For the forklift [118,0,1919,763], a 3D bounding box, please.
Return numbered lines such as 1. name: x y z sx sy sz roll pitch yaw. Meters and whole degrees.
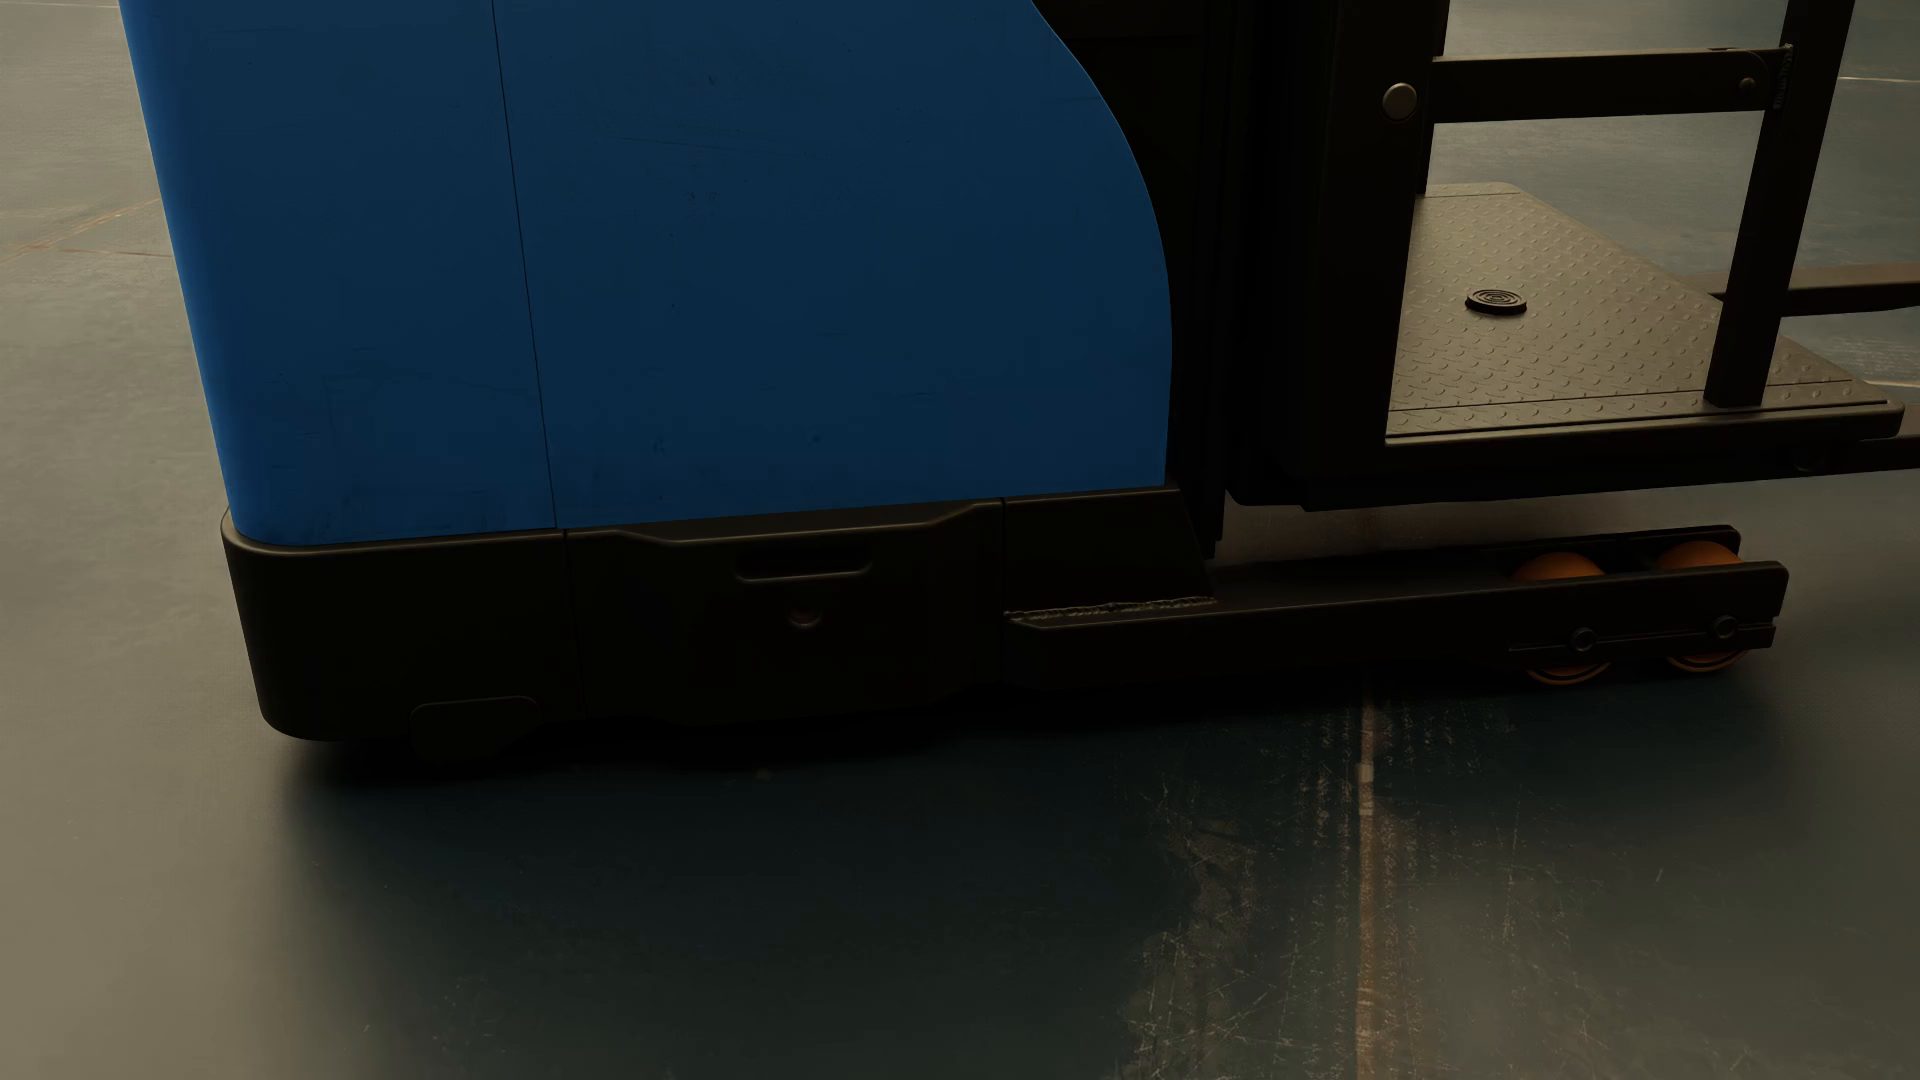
1. forklift: 0.600 -1.354 1.930 3.031 2.935 1.130 -4 27 -9
